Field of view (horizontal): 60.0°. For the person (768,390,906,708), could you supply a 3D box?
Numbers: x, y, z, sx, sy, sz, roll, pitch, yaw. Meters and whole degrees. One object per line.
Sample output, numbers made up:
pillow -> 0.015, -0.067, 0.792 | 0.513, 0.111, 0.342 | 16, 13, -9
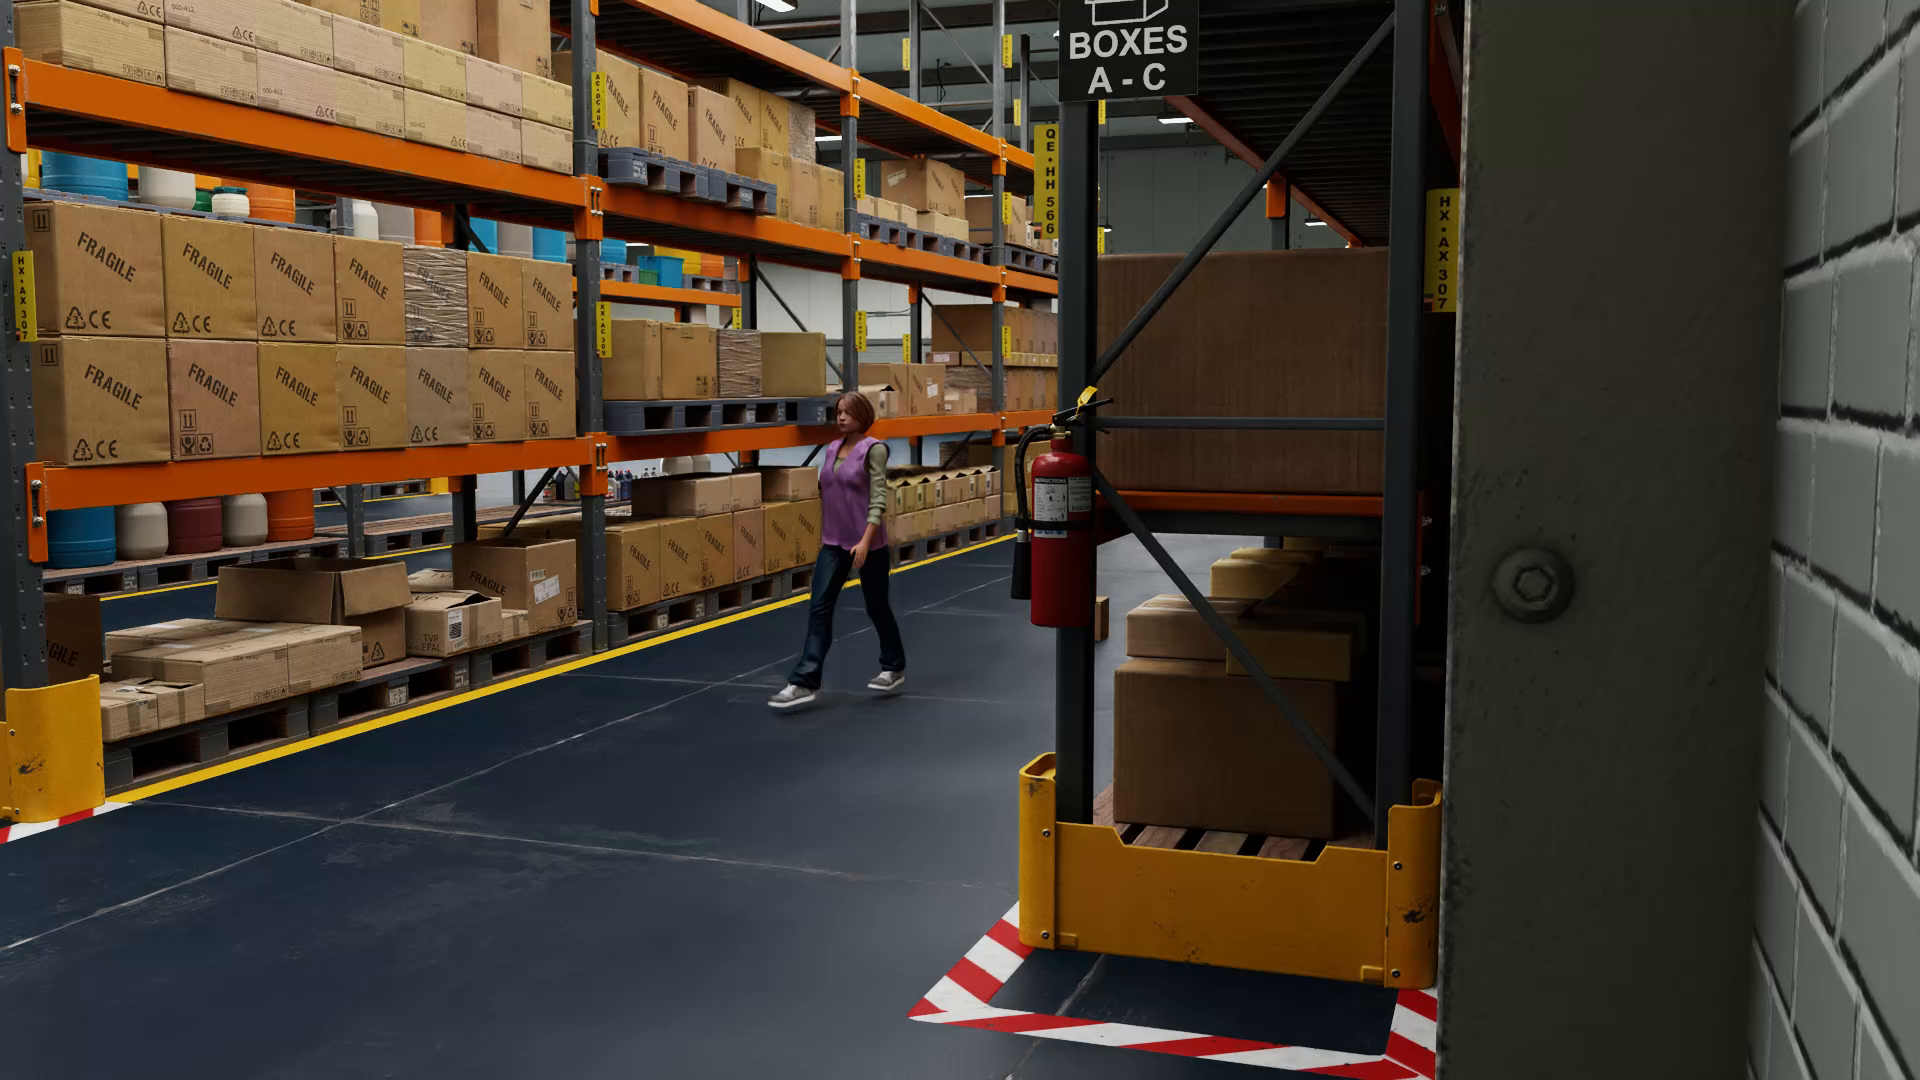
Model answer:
person -> -0.565, 0.028, 8.315 | 0.449, 1.547, 0.909 | 4, 6, 33
